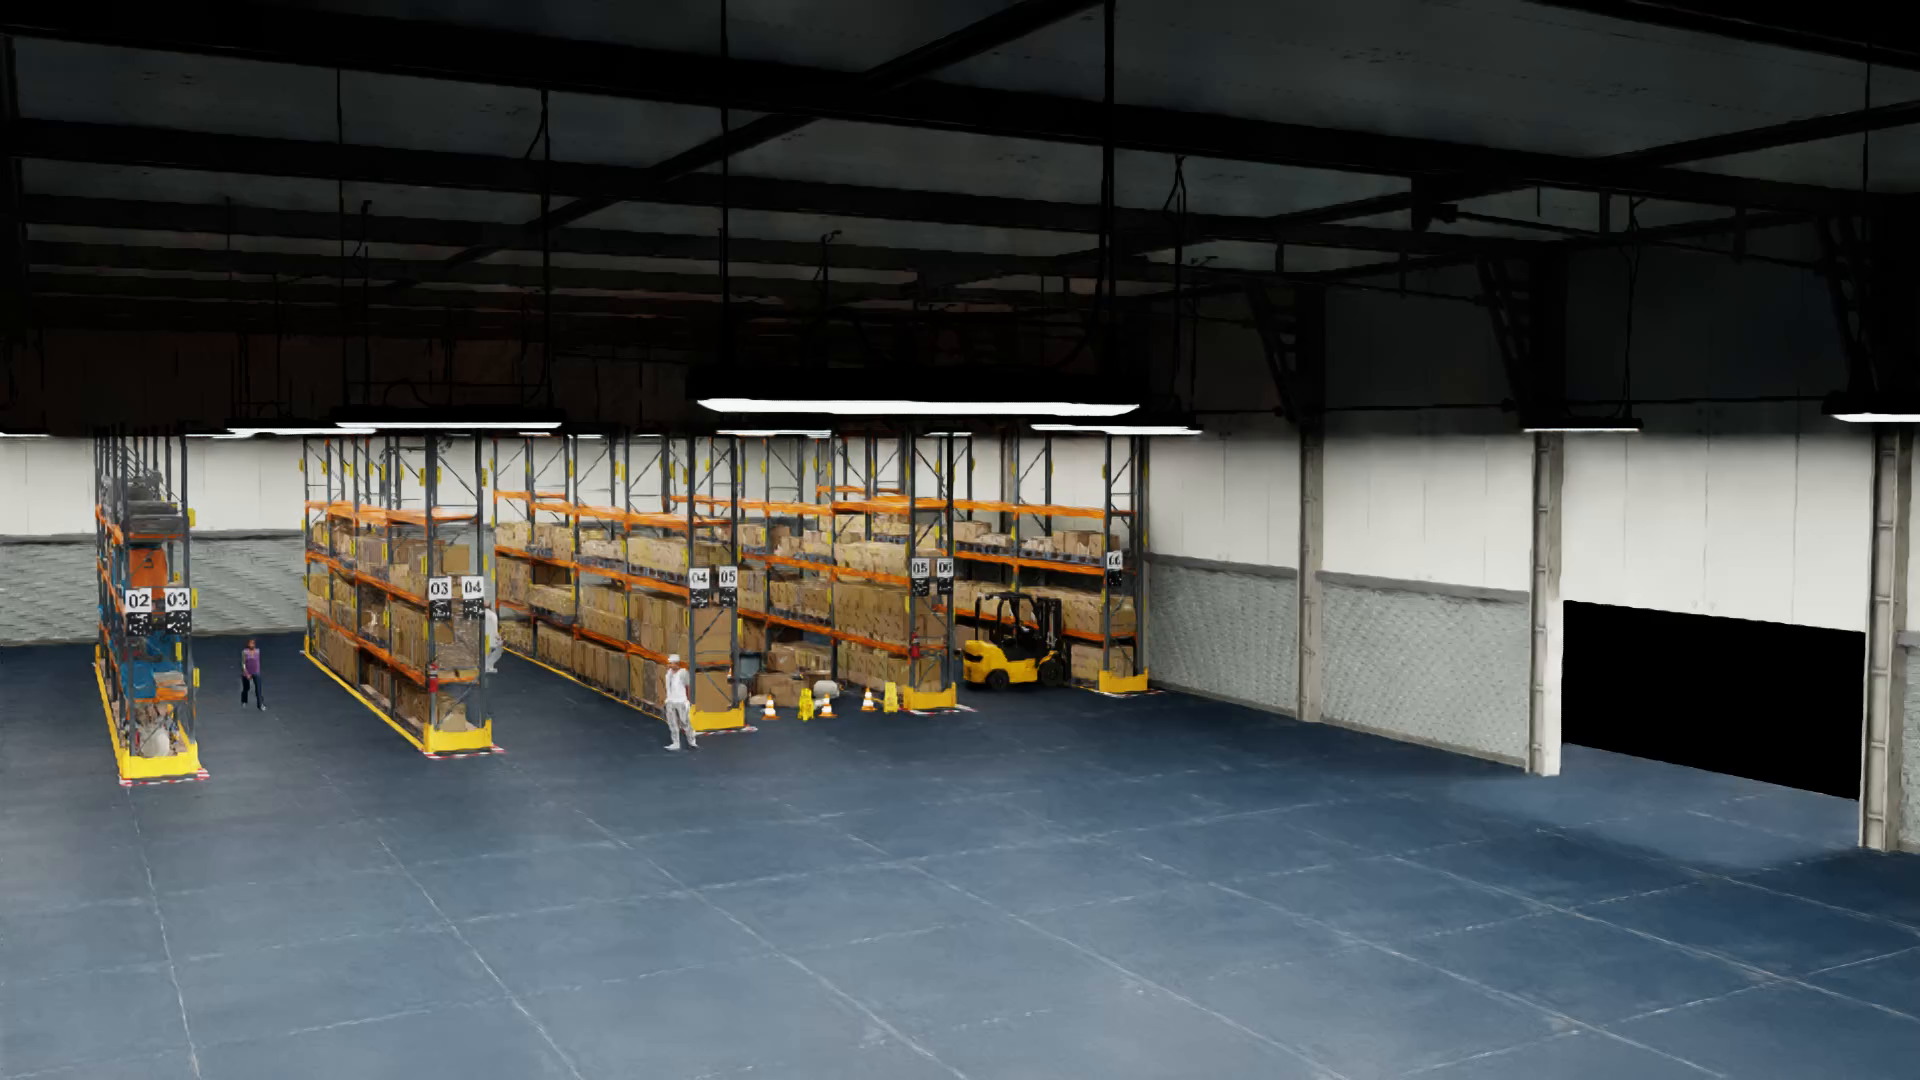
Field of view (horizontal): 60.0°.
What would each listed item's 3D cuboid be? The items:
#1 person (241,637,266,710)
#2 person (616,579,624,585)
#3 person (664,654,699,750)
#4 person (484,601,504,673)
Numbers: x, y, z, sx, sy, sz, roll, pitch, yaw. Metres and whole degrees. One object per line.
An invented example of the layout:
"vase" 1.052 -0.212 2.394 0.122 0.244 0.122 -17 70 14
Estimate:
"person" -14.972 2.829 35.118 0.411 1.506 0.957 -3 4 -37
"person" -10.005 1.917 49.240 0.650 1.669 0.466 2 4 32
"person" -5.191 2.978 30.784 0.658 1.780 0.549 2 4 34
"person" -11.503 2.367 40.706 0.628 1.777 0.515 2 4 32
